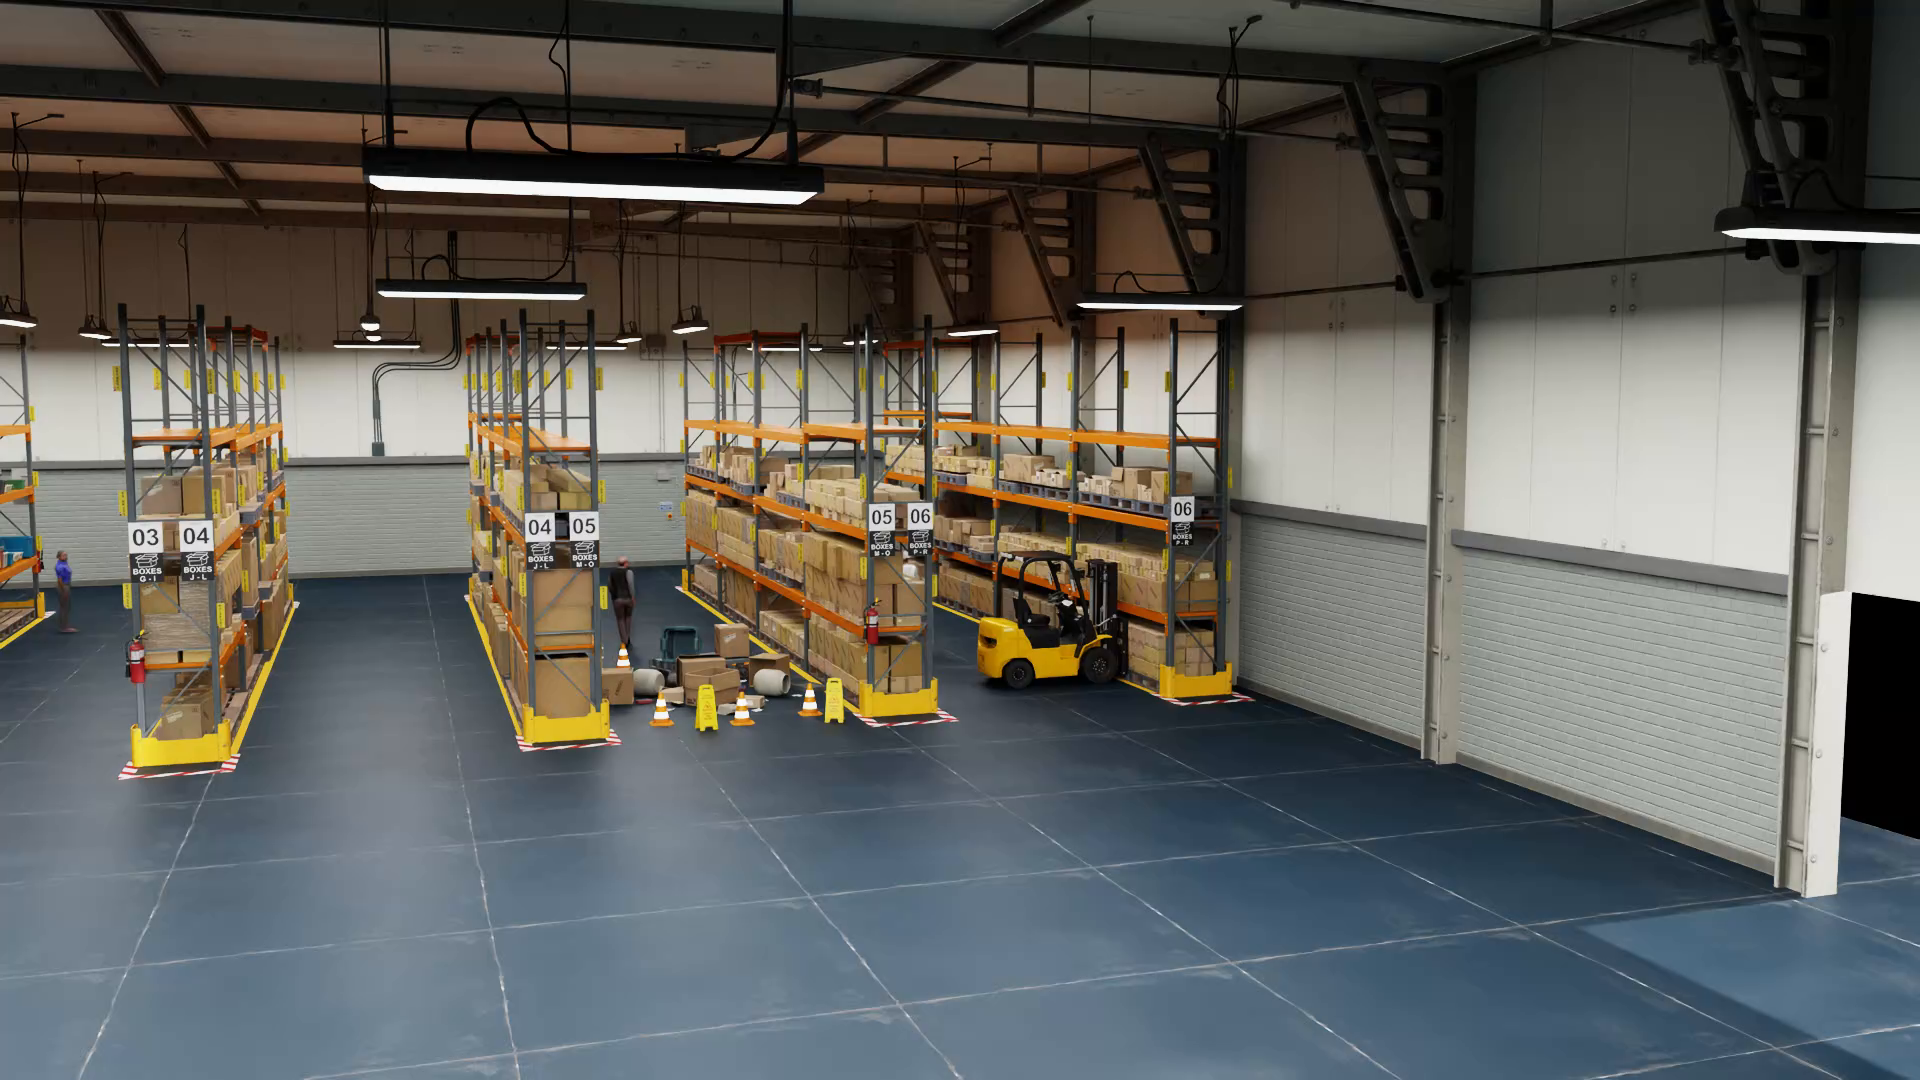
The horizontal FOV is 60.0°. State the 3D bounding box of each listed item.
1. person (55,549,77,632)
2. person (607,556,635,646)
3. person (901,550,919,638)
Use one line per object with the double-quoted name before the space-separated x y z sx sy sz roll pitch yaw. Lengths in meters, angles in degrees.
"person" -17.911 1.030 33.302 0.317 1.698 0.497 -3 6 -28
"person" -6.446 1.190 31.663 0.497 1.744 0.774 -2 6 -20
"person" -1.089 1.098 31.814 0.532 1.821 0.607 -3 6 -26
